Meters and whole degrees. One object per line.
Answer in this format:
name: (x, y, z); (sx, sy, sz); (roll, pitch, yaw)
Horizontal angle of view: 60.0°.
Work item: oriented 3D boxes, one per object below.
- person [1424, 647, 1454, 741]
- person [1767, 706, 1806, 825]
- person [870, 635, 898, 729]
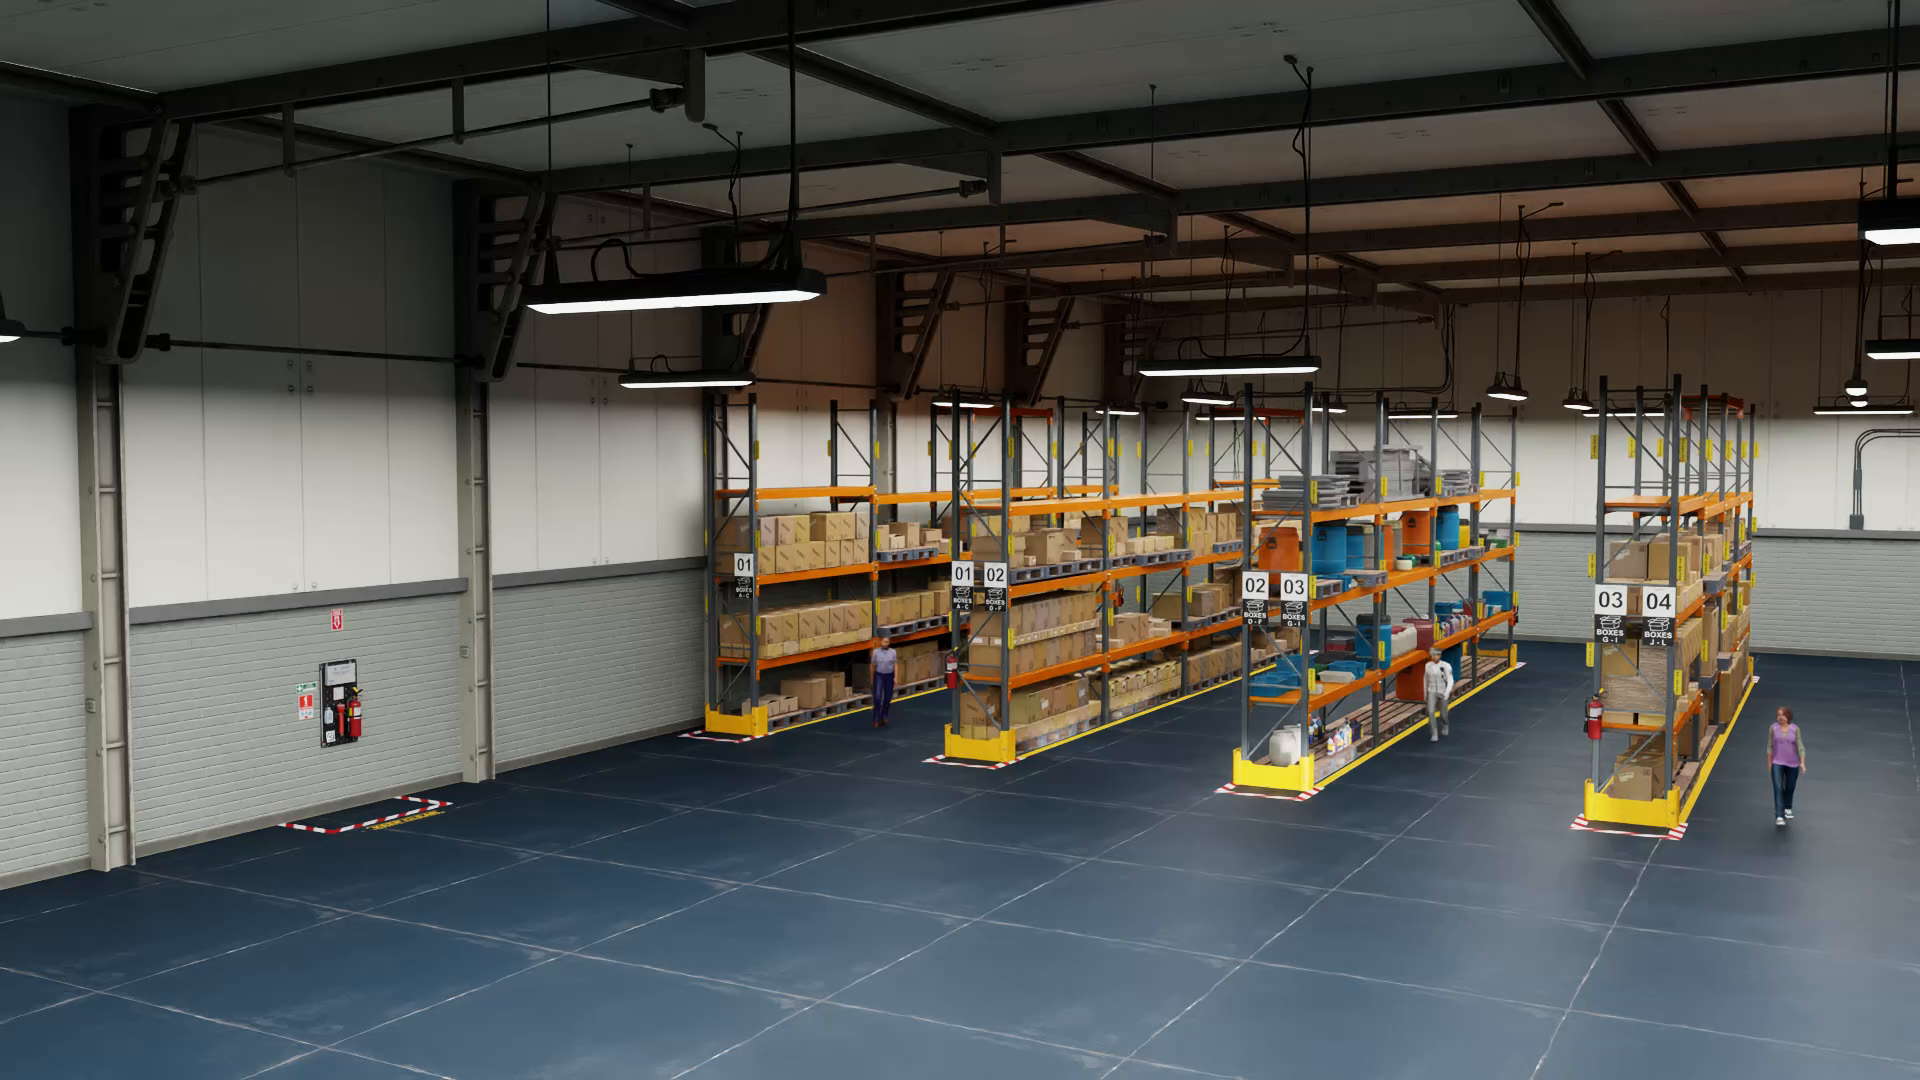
person: (8.286, 2.647, 28.829); (0.536, 1.592, 0.822); (1, 3, 25)
person: (11.047, 3.004, 22.239); (0.448, 1.553, 0.893); (1, 3, 22)
person: (-1.393, 2.560, 30.187); (0.553, 1.664, 0.695); (-1, 3, -19)
